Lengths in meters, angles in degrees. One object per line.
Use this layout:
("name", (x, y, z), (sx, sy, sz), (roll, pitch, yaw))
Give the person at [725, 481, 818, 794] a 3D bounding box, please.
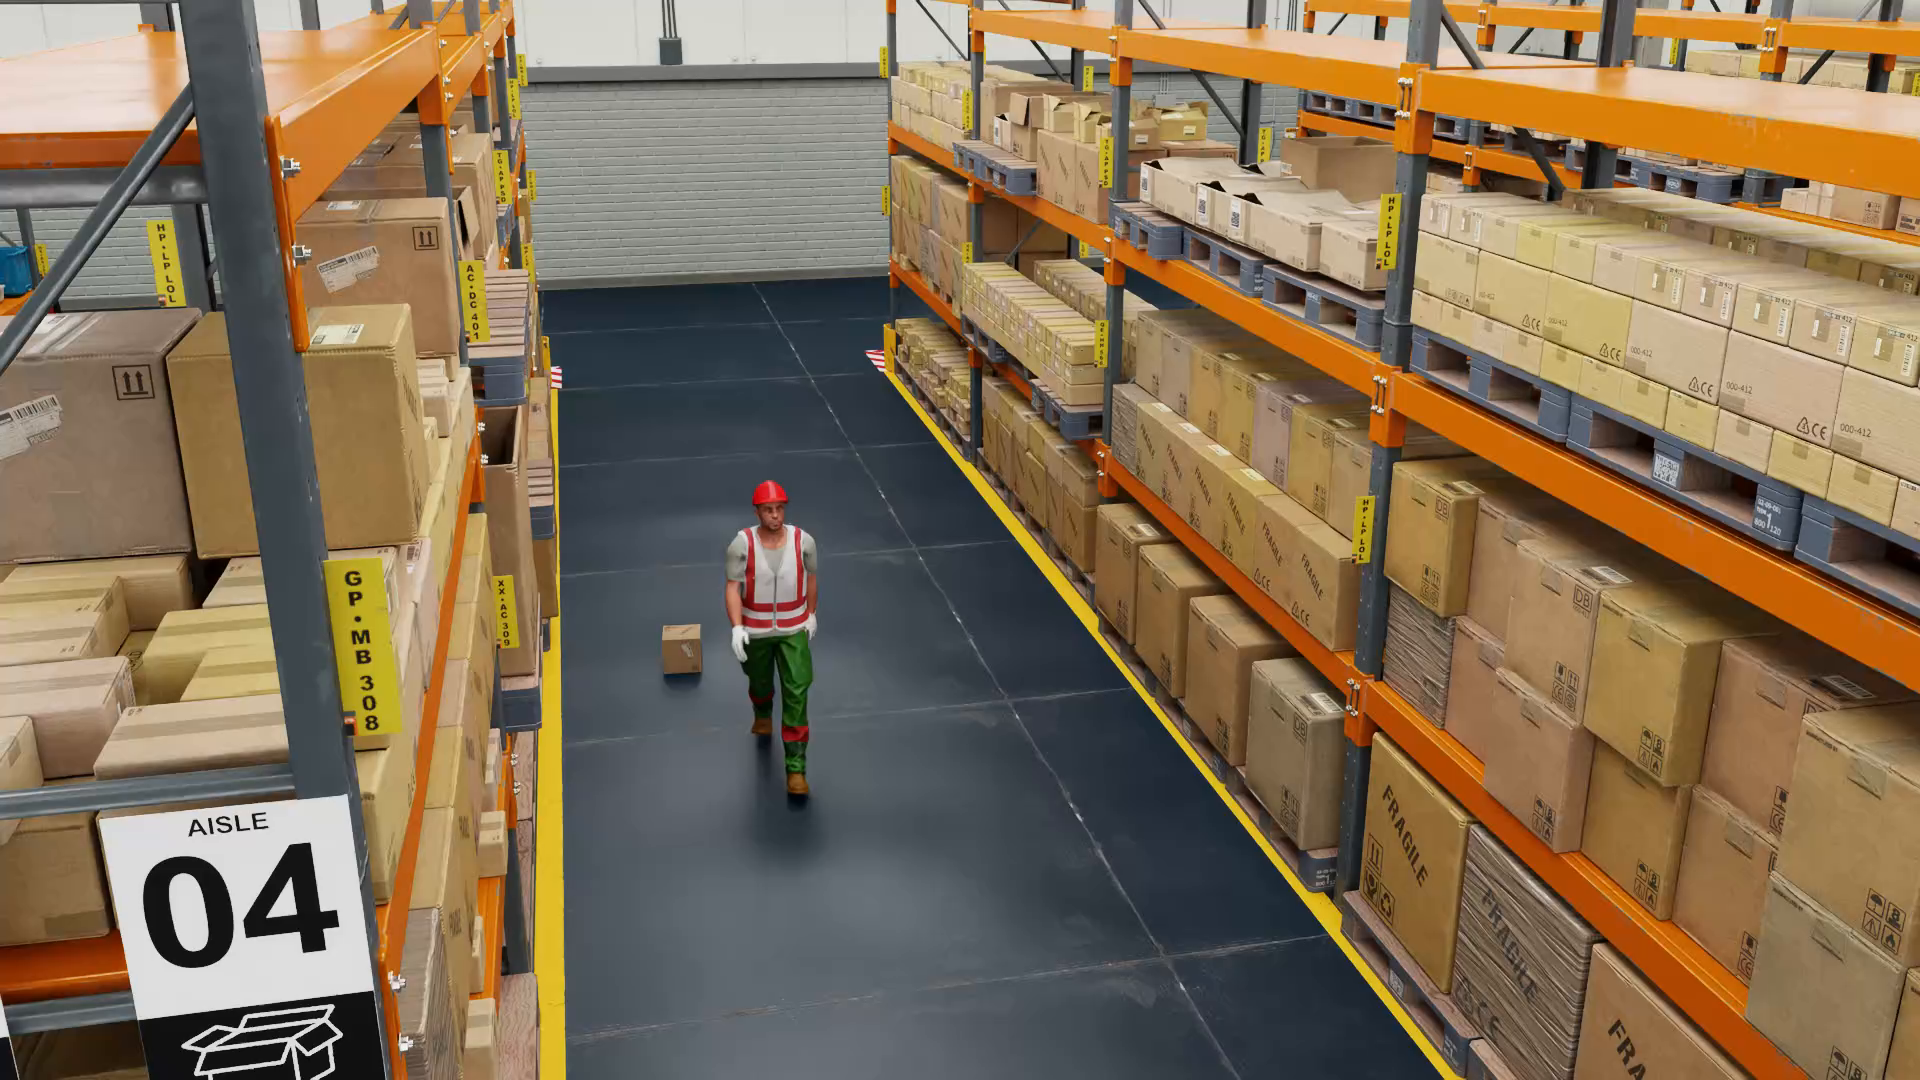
("person", (-1.073, 0.514, 9.592), (0.538, 1.735, 1.089), (-3, 20, -8))
